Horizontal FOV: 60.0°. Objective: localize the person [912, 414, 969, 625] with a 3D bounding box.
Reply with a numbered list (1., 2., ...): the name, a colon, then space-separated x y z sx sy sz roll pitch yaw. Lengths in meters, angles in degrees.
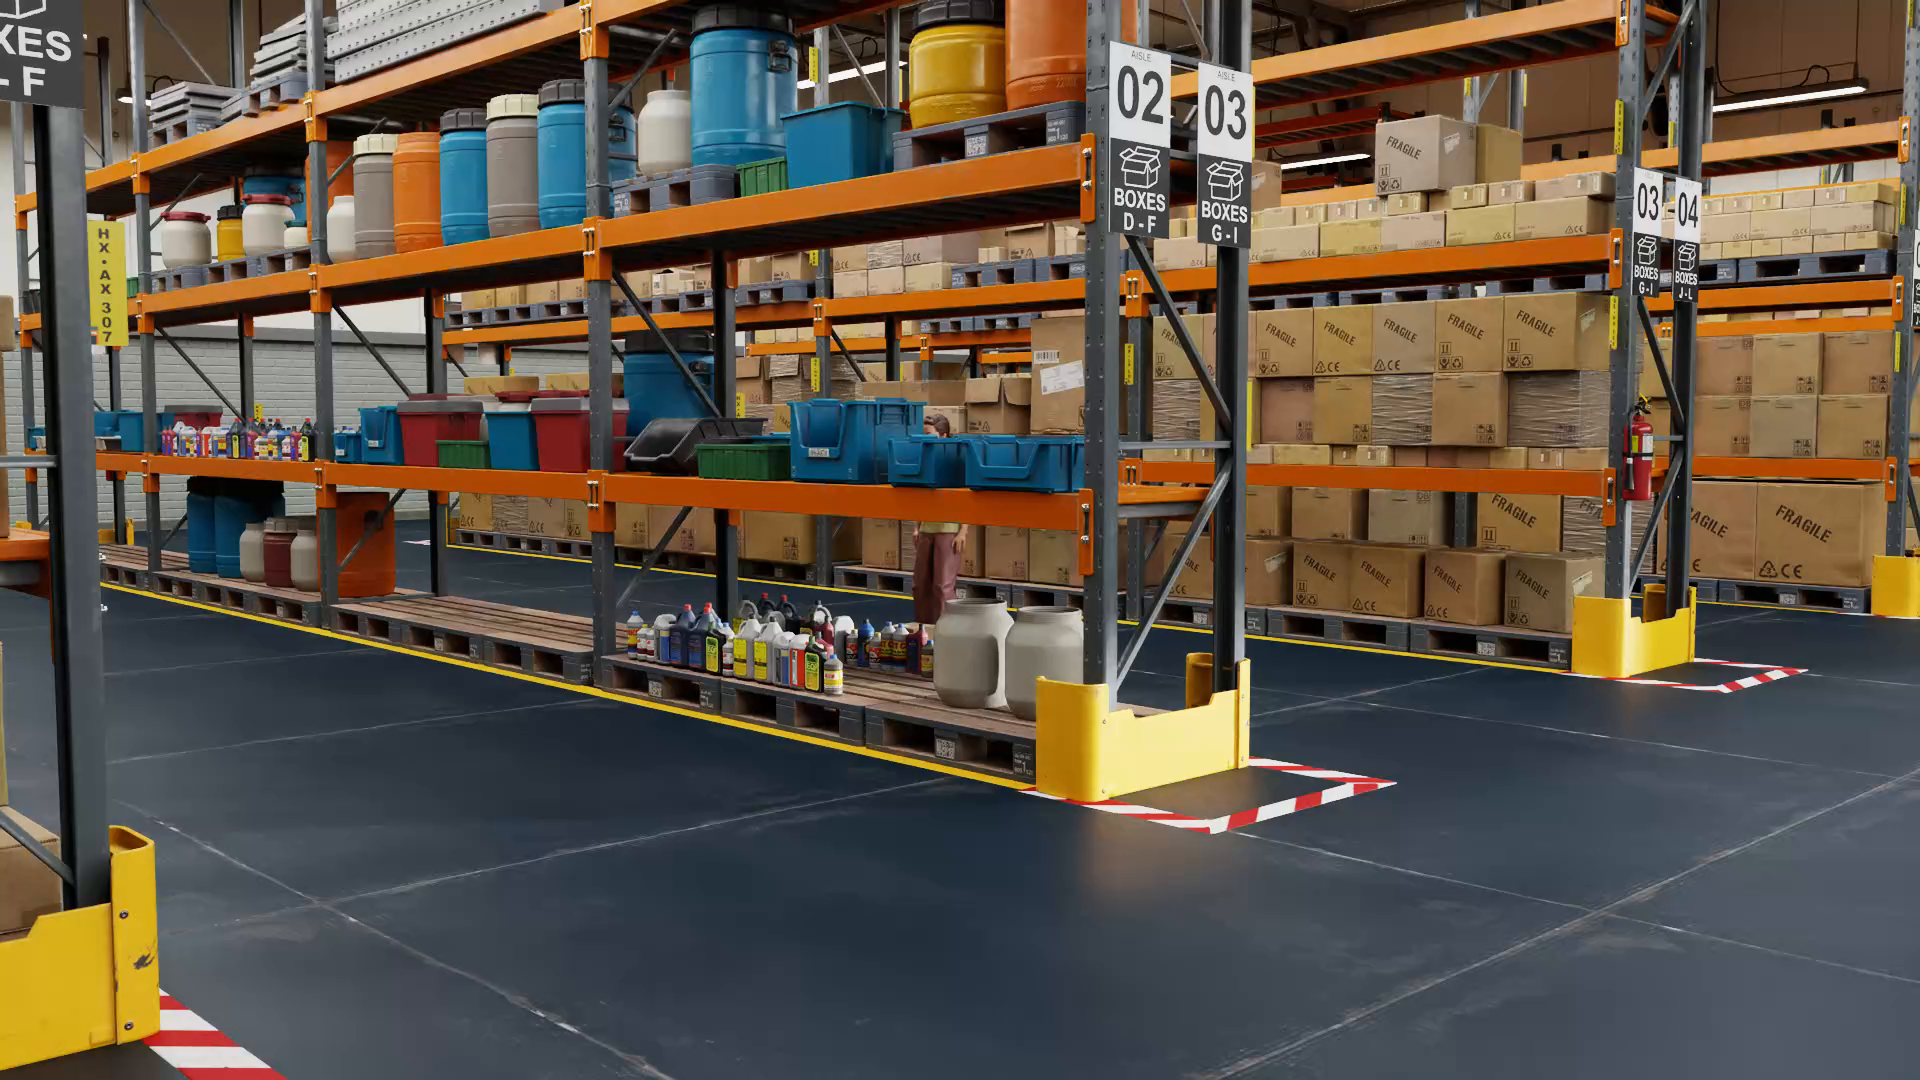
1. person: -0.161 -0.021 11.309 0.412 1.672 0.496 -4 6 -45
